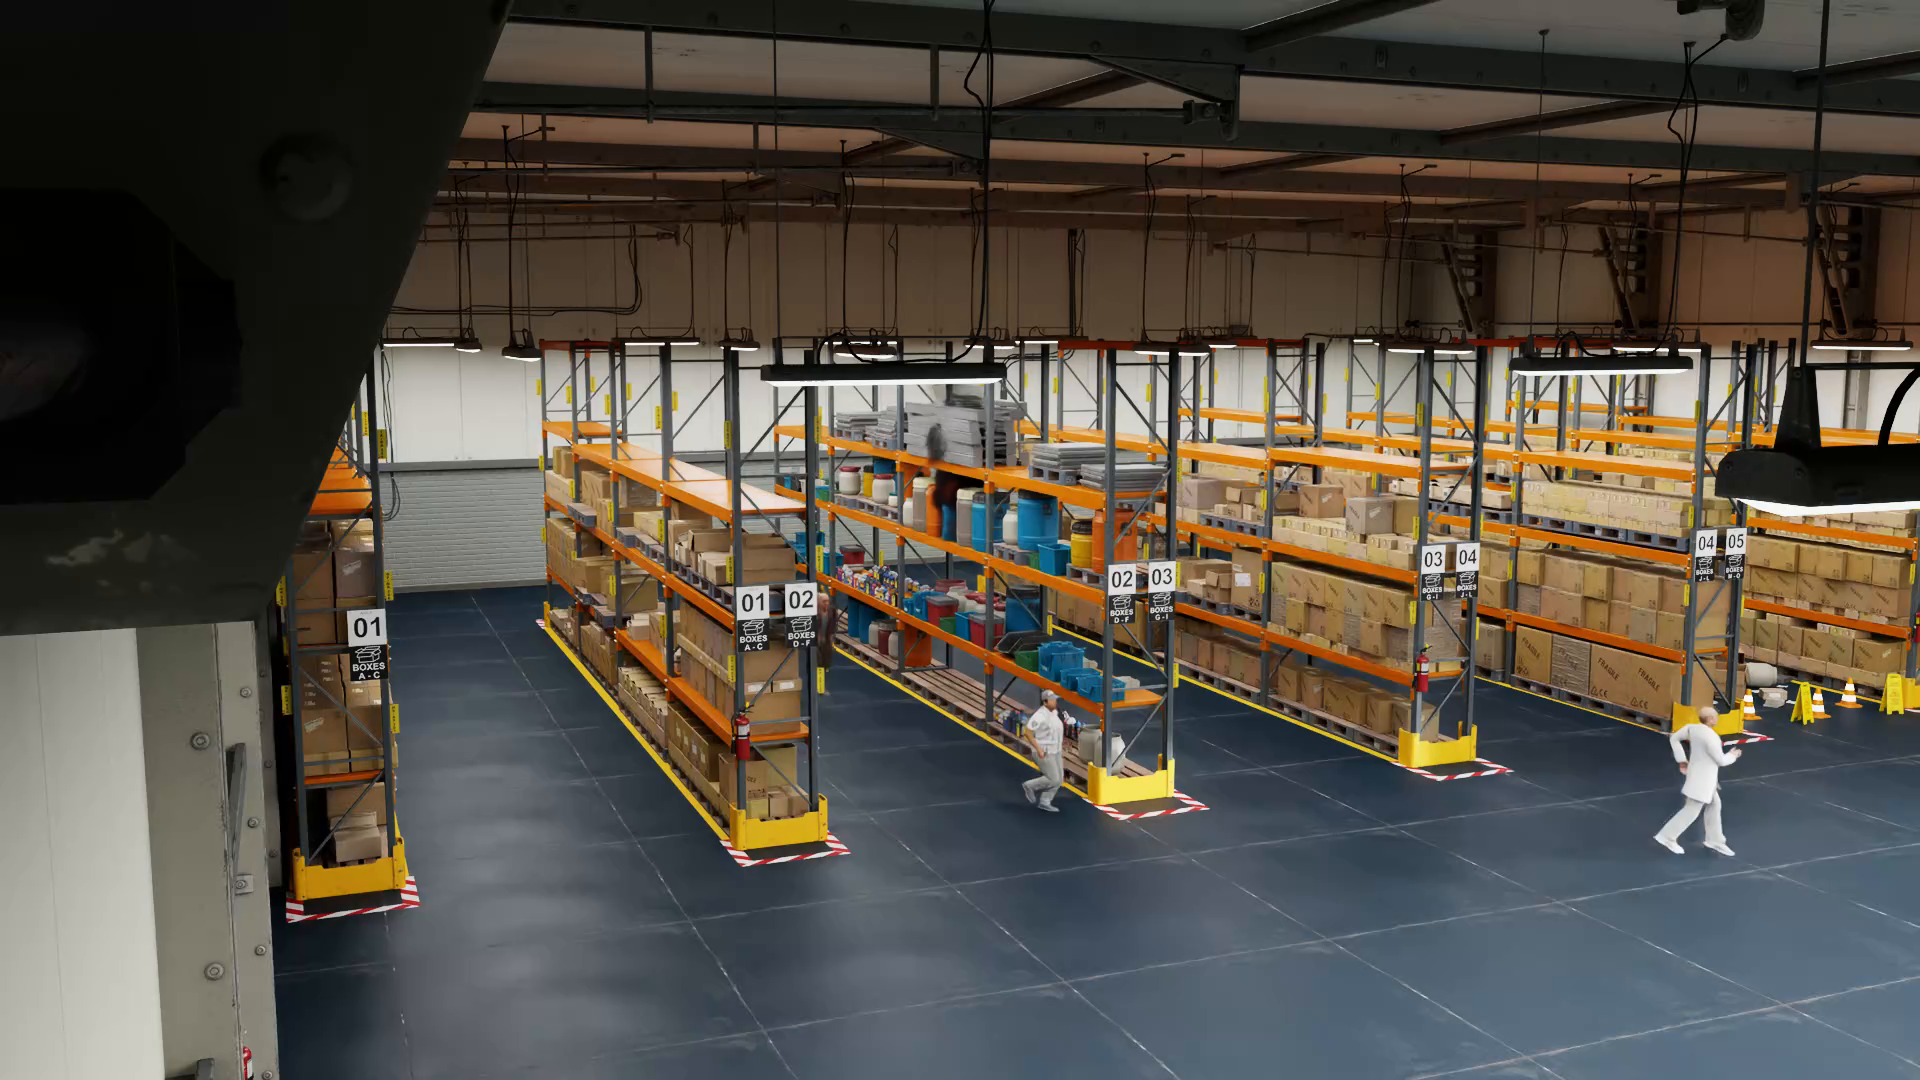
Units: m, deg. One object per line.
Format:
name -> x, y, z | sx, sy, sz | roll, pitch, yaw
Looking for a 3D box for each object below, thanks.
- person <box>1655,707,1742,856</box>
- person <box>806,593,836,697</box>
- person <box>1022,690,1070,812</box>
person -> 8.766, 2.872, 19.738 | 0.977, 1.822, 0.680 | 1, 7, 4
person -> -2.307, 1.690, 27.109 | 0.704, 1.724, 0.728 | -4, 8, -28
person -> 1.125, 2.740, 21.609 | 0.563, 1.615, 0.621 | 5, 9, 35
